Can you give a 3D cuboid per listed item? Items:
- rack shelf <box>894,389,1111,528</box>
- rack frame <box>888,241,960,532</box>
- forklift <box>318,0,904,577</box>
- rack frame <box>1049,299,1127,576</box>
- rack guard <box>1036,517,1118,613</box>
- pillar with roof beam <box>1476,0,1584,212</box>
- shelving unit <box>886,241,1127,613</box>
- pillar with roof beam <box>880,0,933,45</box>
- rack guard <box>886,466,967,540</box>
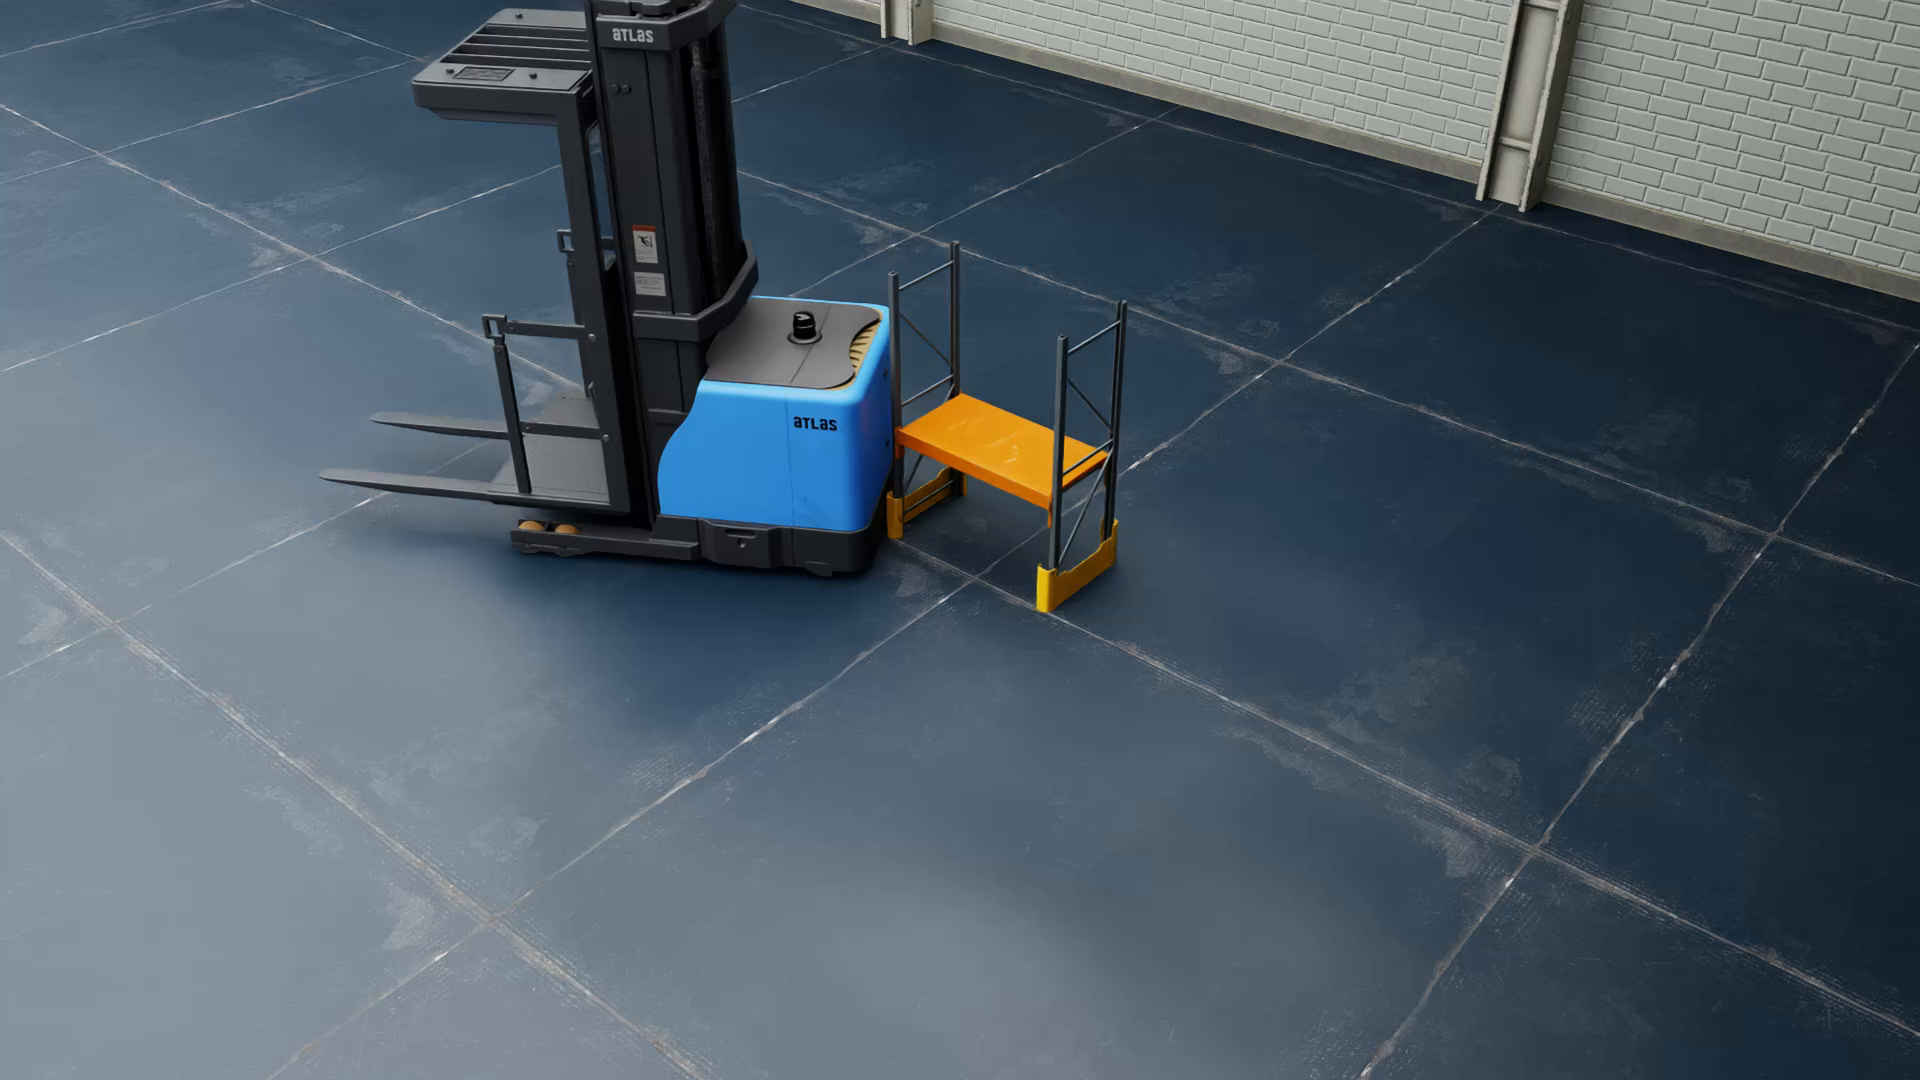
[{"bbox_3d":[0.216,-0.424,8.361,1.000,0.185,0.538,25,42,32],"label":"rack shelf"},{"bbox_3d":[-0.174,-0.757,8.528,0.032,1.500,0.500,25,42,32],"label":"rack frame"},{"bbox_3d":[-1.872,-1.409,8.213,3.031,2.935,1.130,5,35,8],"label":"forklift"},{"bbox_3d":[0.606,-0.388,7.990,0.032,1.500,0.500,25,42,32],"label":"rack frame"},{"bbox_3d":[0.591,0.120,8.354,0.087,0.250,0.587,25,42,32],"label":"rack guard"},{"bbox_3d":[1.362,-4.392,7.196,0.400,9.000,9.100,25,42,32],"label":"pillar with roof beam"},{"bbox_3d":[0.209,-0.576,8.264,1.083,1.500,0.587,25,42,32],"label":"shelving unit"},{"bbox_3d":[-3.249,-6.565,10.361,0.400,9.000,9.100,25,42,32],"label":"pillar with roof beam"},{"bbox_3d":[-0.173,-0.242,8.881,0.087,0.250,0.587,25,42,32],"label":"rack guard"}]
